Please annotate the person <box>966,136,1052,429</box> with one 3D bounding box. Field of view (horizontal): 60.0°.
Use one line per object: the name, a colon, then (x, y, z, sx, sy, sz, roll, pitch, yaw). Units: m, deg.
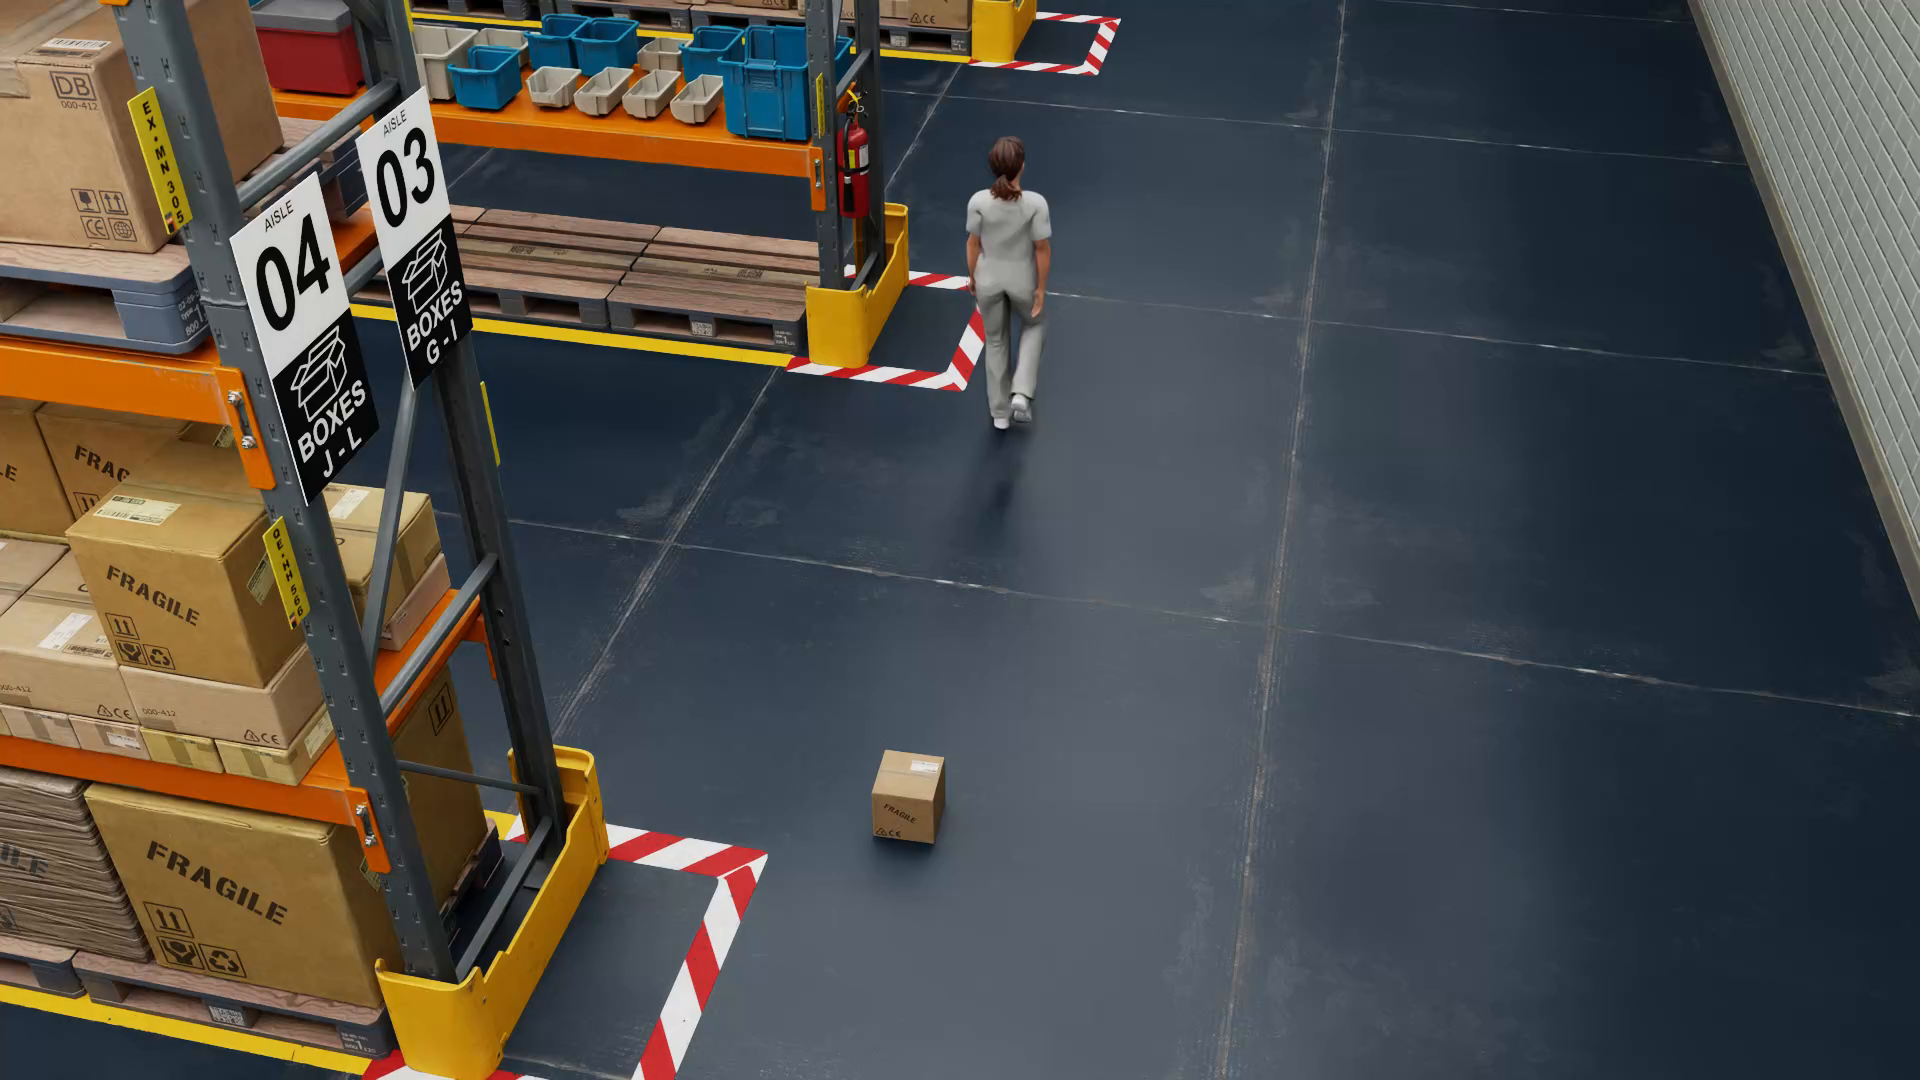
person: (0.256, -1.351, 8.736, 0.444, 1.665, 0.456, 4, 37, 5)
